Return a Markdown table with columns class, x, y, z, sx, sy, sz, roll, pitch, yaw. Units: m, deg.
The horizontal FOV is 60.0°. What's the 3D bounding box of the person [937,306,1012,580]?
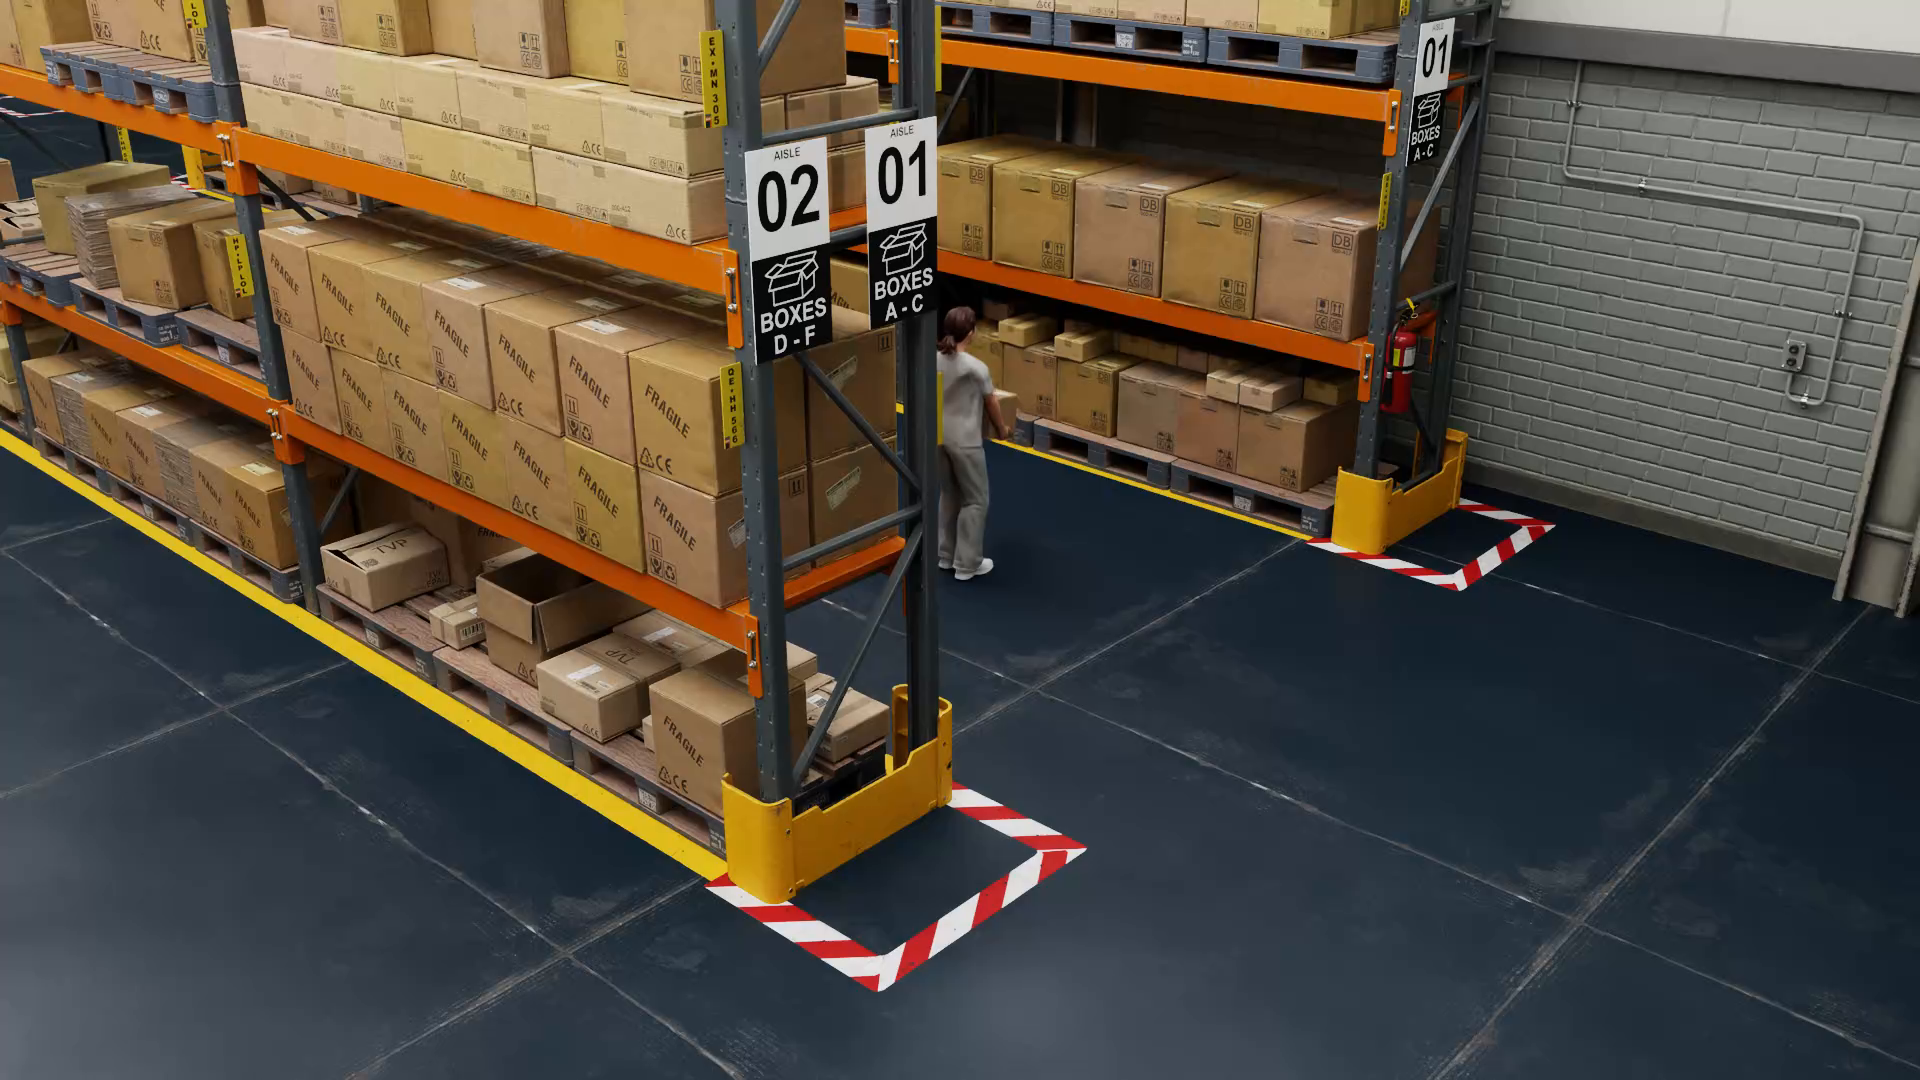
| class | x | y | z | sx | sy | sz | roll | pitch | yaw |
| --- | --- | --- | --- | --- | --- | --- | --- | --- | --- |
| person | 0.041 | -0.604 | 9.978 | 0.411 | 1.666 | 0.505 | 19 | 31 | 37 |
